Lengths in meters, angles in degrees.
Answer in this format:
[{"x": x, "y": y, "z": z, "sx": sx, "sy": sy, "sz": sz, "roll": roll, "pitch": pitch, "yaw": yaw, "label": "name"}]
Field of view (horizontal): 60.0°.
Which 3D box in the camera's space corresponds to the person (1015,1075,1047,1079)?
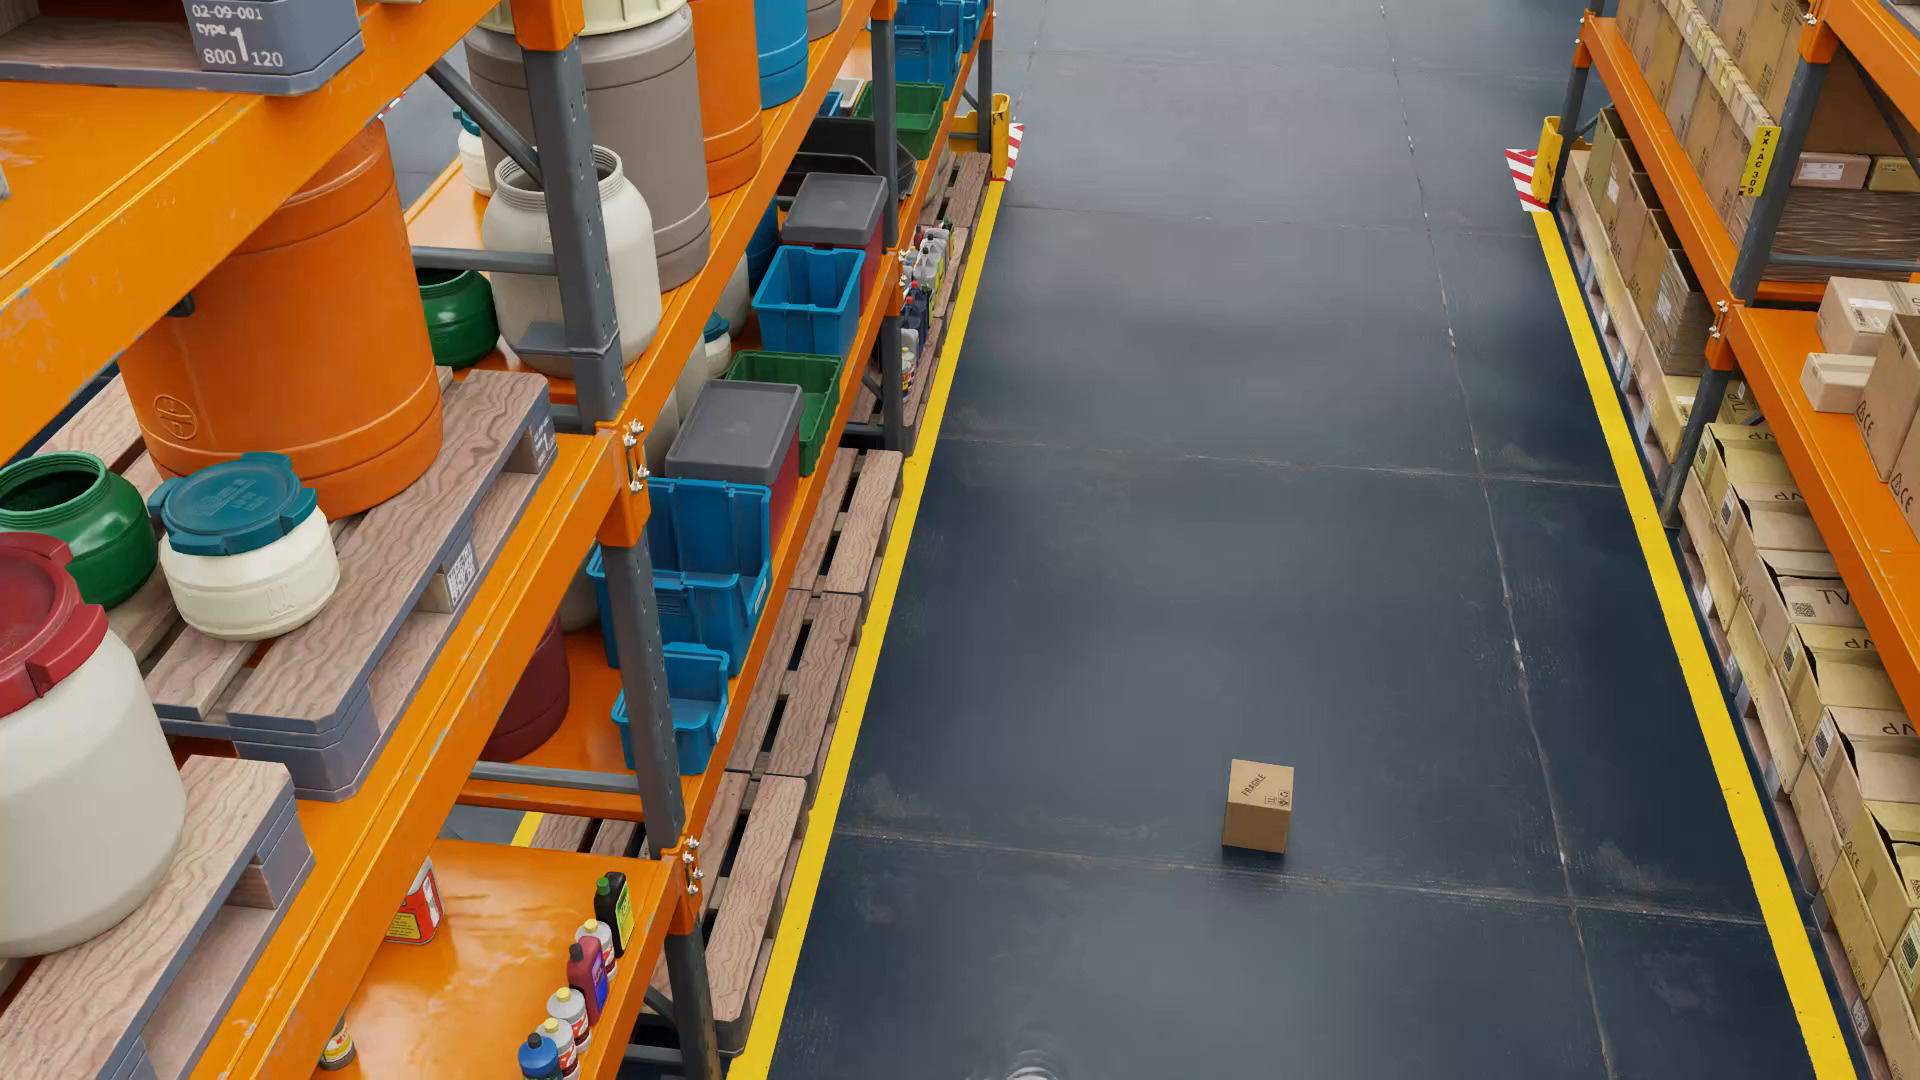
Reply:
[{"x": 0.171, "y": 1.940, "z": 4.371, "sx": 0.477, "sy": 1.640, "sz": 0.669, "roll": 8, "pitch": 37, "yaw": 10, "label": "person"}]
